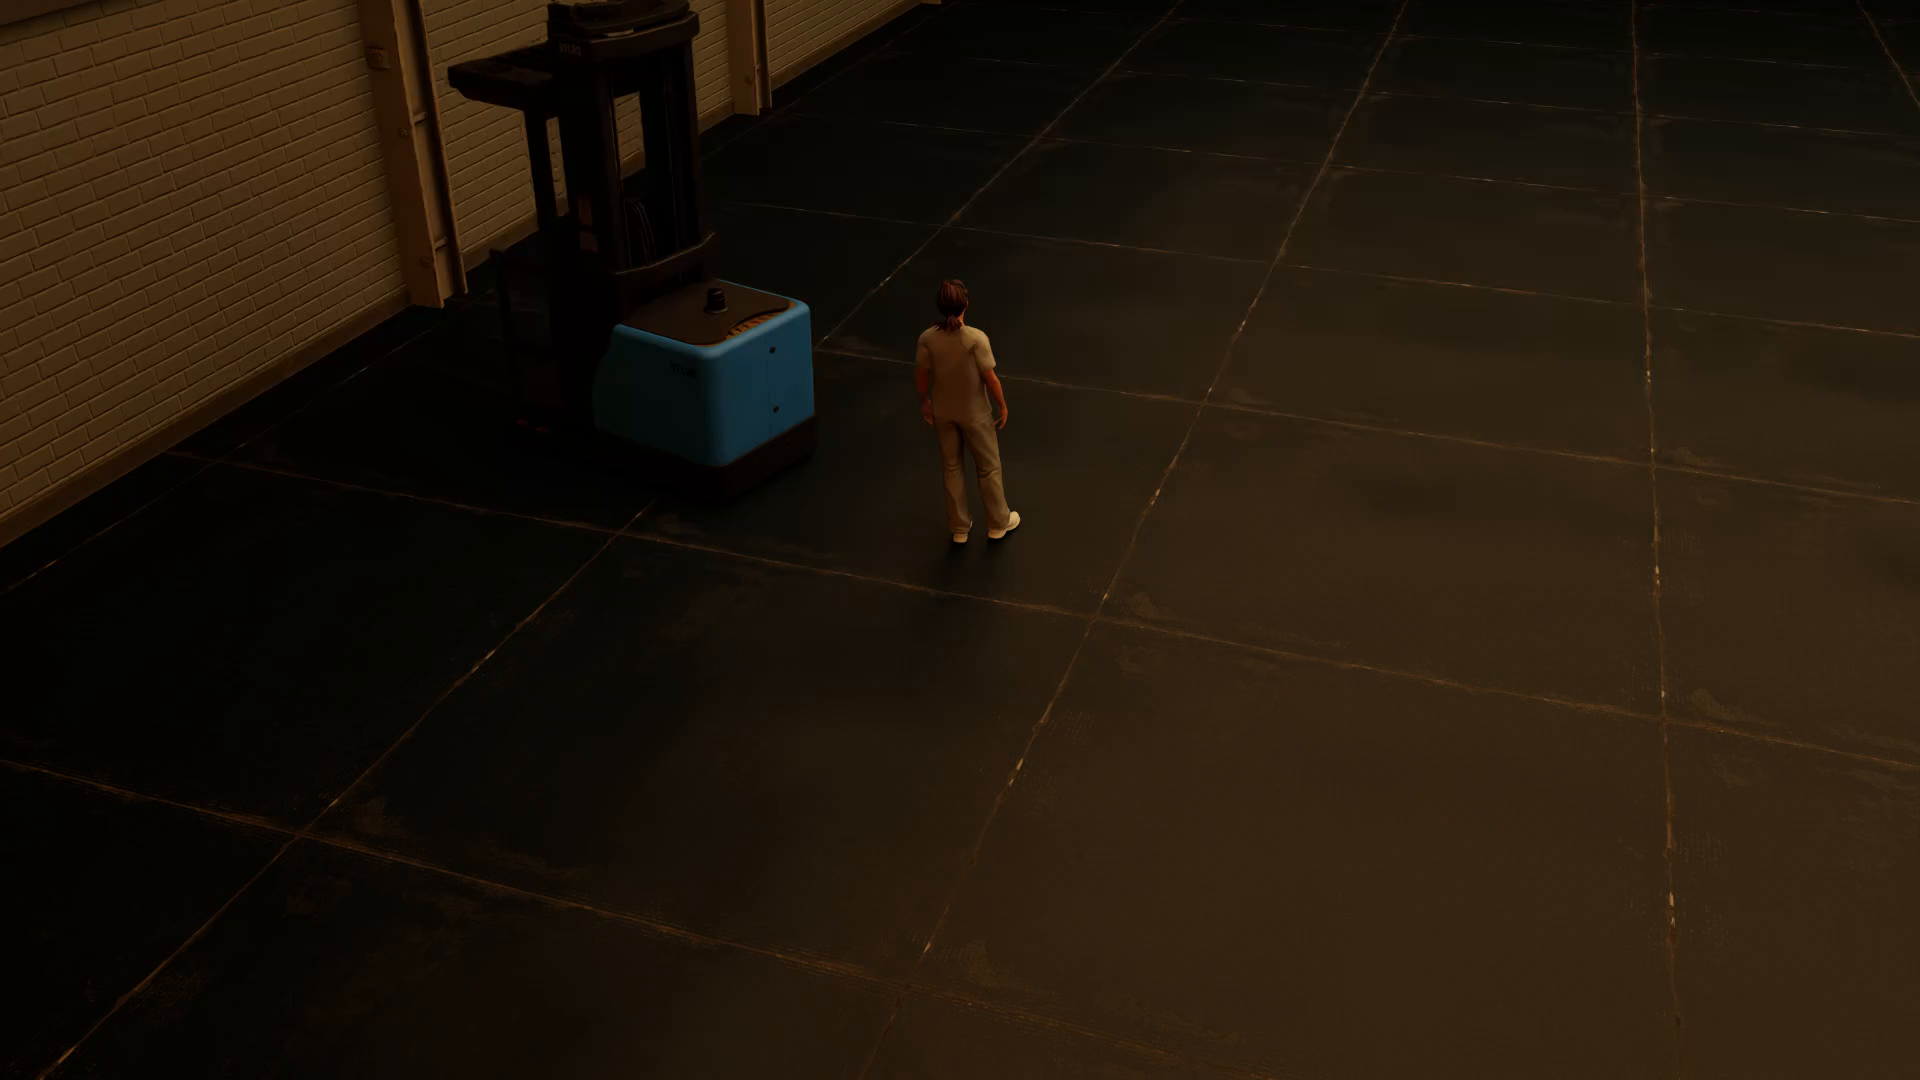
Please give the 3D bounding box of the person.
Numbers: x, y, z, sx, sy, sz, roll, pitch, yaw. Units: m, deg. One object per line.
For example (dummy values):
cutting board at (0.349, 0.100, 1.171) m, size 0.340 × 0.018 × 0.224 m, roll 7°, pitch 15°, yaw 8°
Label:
person at (0.037, -0.767, 9.735) m, size 0.550 × 1.673 × 0.548 m, roll 10°, pitch 31°, yaw 16°

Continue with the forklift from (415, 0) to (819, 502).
forklift at (-2.449, -2.064, 10.758) m, size 3.031 × 2.935 × 1.130 m, roll 18°, pitch 34°, yaw 29°
